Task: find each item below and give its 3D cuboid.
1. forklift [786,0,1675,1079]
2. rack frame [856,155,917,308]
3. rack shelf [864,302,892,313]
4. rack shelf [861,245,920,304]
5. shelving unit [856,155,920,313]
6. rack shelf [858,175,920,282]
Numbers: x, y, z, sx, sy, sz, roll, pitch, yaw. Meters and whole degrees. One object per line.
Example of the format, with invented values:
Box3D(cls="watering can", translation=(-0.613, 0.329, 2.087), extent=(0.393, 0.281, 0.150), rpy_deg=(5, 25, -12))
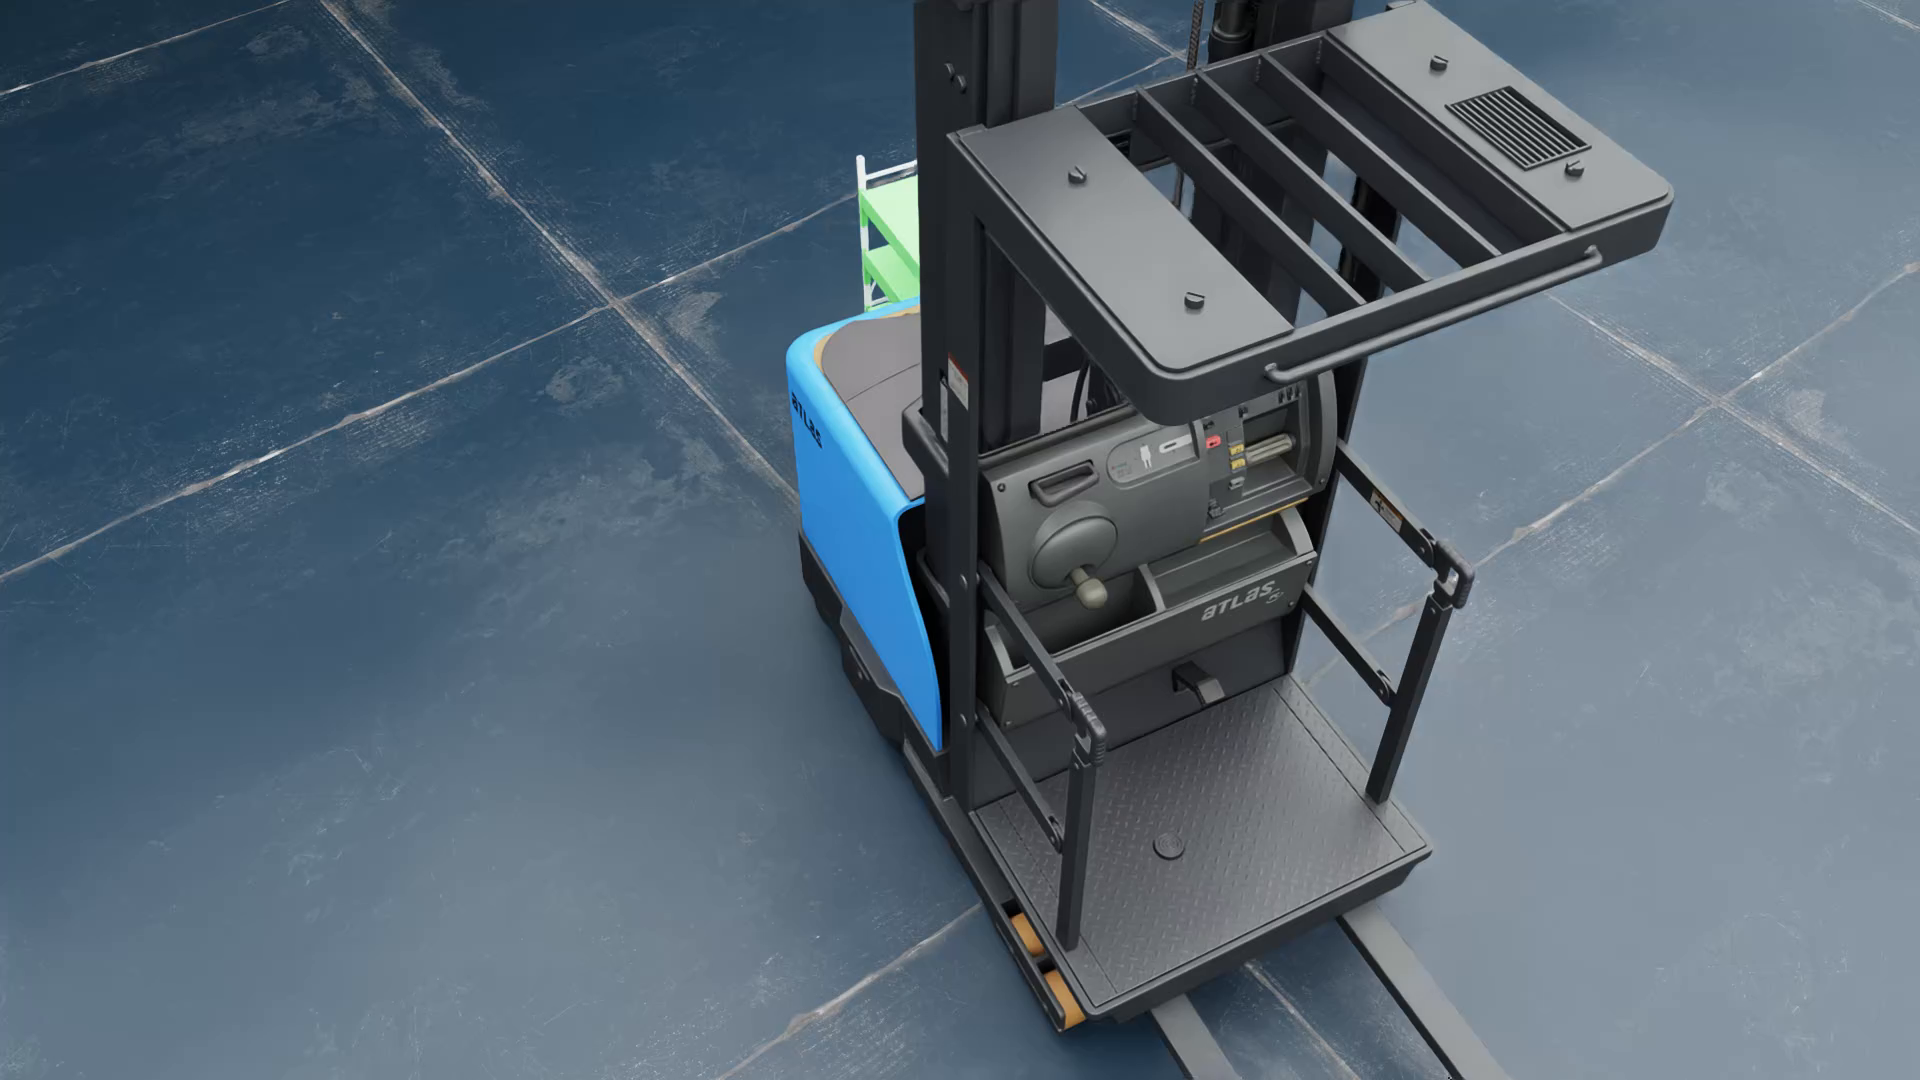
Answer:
Box3D(cls="forklift", translation=(0.595, -0.041, 3.809), extent=(1.130, 2.935, 3.031), rpy_deg=(-21, 51, -18))
Box3D(cls="rack frame", translation=(-0.215, -0.836, 5.698), extent=(0.240, 1.200, 0.015), rpy_deg=(-21, 51, -18))
Box3D(cls="rack shelf", translation=(-0.104, -0.633, 5.600), extent=(0.258, 0.148, 0.480), rpy_deg=(-21, 51, -18))
Box3D(cls="rack shelf", translation=(-0.104, -0.794, 5.422), extent=(0.258, 0.148, 0.480), rpy_deg=(-21, 51, -18))
Box3D(cls="shelving unit", translation=(-0.104, -0.675, 5.553), extent=(0.258, 1.200, 0.503), rpy_deg=(-21, 51, -18))
Box3D(cls="rack shelf", translation=(-0.104, -0.955, 5.244), extent=(0.258, 0.148, 0.480), rpy_deg=(-21, 51, -18))
